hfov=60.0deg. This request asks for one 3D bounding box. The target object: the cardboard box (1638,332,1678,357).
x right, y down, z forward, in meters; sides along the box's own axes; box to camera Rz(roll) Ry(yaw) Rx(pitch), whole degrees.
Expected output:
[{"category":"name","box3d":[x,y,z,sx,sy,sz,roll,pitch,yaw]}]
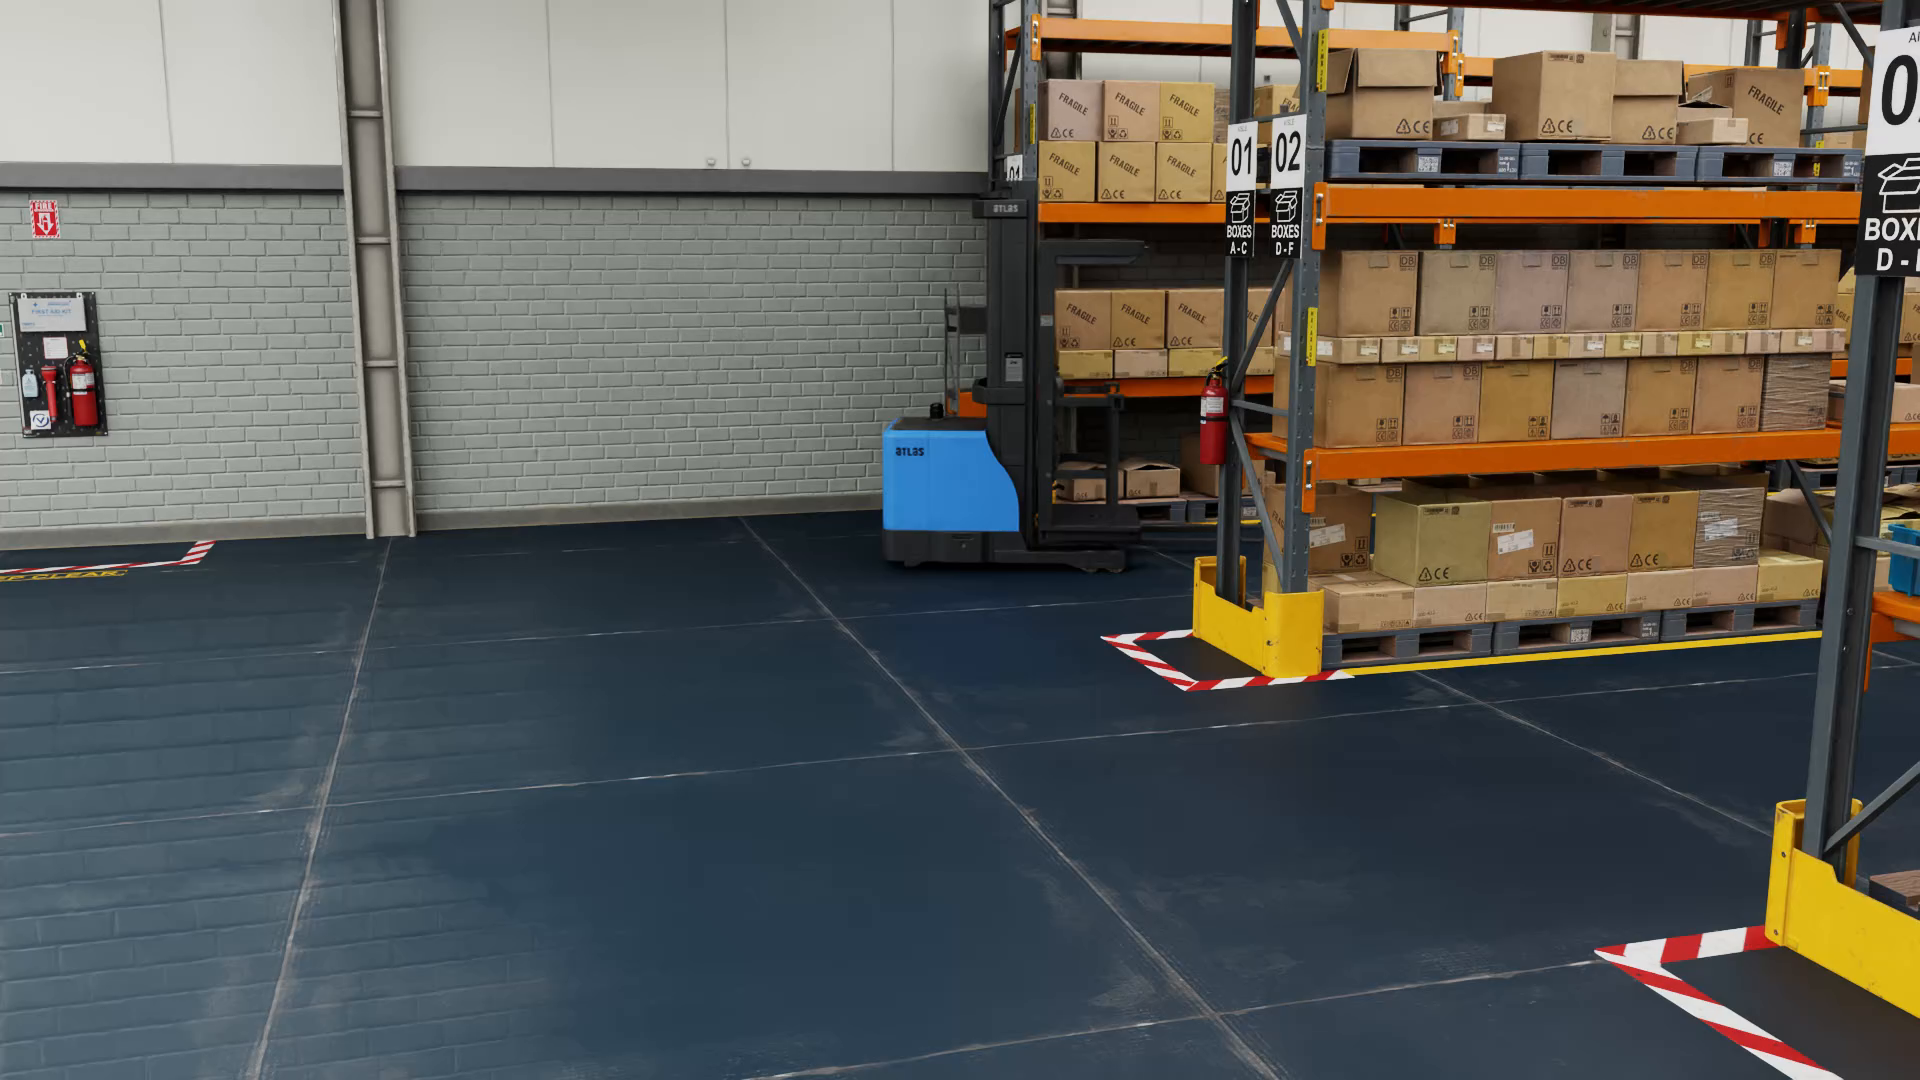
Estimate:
[{"category":"cardboard box","box3d":[4.255,-1.234,10.400,0.250,0.149,0.380,-3,11,-14]}]

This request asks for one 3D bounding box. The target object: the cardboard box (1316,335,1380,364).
[{"category":"cardboard box","box3d":[2.273,-1.129,9.829,0.250,0.149,0.380,-3,11,-16]}]

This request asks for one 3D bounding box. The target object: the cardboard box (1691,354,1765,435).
[{"category":"cardboard box","box3d":[4.747,-0.979,10.804,0.500,0.500,0.700,-3,11,-17]}]

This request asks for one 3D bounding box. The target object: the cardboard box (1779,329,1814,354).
[{"category":"cardboard box","box3d":[5.237,-1.286,10.681,0.250,0.149,0.380,-3,11,-17]}]

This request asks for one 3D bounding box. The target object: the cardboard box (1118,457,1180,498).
[{"category":"cardboard box","box3d":[1.684,-0.582,15.135,0.500,0.311,0.500,-2,11,-11]}]

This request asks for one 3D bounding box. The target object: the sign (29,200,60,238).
[{"category":"sign","box3d":[-7.302,-2.561,13.268,0.199,0.298,0.001,-3,11,-16]}]

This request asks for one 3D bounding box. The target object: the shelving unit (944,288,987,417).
[{"category":"shelving unit","box3d":[0.166,-1.047,13.934,0.503,2.100,0.431,-3,11,-16]}]

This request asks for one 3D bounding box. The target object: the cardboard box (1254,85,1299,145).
[{"category":"cardboard box","box3d":[2.861,-3.738,14.688,0.500,0.500,0.500,-3,11,-18]}]

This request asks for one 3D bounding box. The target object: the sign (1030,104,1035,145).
[{"category":"sign","box3d":[0.599,-3.451,13.806,0.005,0.325,0.100,-3,11,-16]}]

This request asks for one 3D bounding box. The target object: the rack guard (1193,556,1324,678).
[{"category":"rack guard","box3d":[1.813,0.452,10.212,0.348,0.500,1.175,-3,11,-16]}]

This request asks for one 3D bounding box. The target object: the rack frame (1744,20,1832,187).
[{"category":"rack frame","box3d":[8.129,-4.995,16.325,0.127,3.000,1.000,-3,11,-16]}]

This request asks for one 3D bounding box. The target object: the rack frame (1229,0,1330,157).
[{"category":"rack frame","box3d":[1.836,-3.729,9.449,0.127,3.000,1.000,-3,11,-16]}]

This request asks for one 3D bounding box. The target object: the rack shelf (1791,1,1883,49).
[{"category":"rack shelf","box3d":[7.596,-3.482,11.200,4.000,0.370,1.077,-3,11,-16]}]

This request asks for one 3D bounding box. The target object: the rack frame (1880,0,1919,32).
[{"category":"rack frame","box3d":[3.216,-2.868,4.771,0.127,3.000,1.000,-3,11,-16]}]

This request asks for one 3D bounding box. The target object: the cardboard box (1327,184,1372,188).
[{"category":"cardboard box","box3d":[3.383,-3.285,14.987,0.500,0.500,0.500,-4,11,-21]}]

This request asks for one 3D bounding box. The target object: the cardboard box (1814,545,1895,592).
[{"category":"cardboard box","box3d":[6.133,0.187,11.180,0.500,0.250,0.500,-3,11,-17]}]

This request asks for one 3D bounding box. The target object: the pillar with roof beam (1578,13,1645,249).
[{"category":"pillar with roof beam","box3d":[7.842,-4.331,12.719,0.400,9.000,9.100,-3,11,-16]}]

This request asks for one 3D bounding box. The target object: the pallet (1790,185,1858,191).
[{"category":"pallet","box3d":[8.732,-3.469,16.841,1.003,0.211,1.213,-2,11,-13]}]

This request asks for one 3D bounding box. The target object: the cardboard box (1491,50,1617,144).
[{"category":"cardboard box","box3d":[3.507,-2.615,9.859,0.500,0.500,0.500,-3,11,-16]}]

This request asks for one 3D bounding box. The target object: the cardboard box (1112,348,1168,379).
[{"category":"cardboard box","box3d":[1.499,-1.574,14.671,0.500,0.250,0.500,-3,11,-18]}]

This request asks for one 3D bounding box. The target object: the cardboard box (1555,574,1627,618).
[{"category":"cardboard box","box3d":[3.853,0.303,10.551,0.500,0.250,0.500,-3,11,-16]}]

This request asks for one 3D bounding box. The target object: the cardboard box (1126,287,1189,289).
[{"category":"cardboard box","box3d":[1.822,-2.056,15.218,0.500,0.500,0.500,-3,11,-18]}]

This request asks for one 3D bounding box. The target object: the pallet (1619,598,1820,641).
[{"category":"pallet","box3d":[4.901,0.423,11.165,1.213,0.211,1.003,-3,11,-16]}]

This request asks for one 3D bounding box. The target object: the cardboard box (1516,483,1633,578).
[{"category":"cardboard box","box3d":[3.854,-0.066,10.483,0.500,0.500,0.500,-3,11,-16]}]

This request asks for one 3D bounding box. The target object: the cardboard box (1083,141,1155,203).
[{"category":"cardboard box","box3d":[1.364,-3.168,14.356,0.500,0.500,0.500,-2,11,-12]}]

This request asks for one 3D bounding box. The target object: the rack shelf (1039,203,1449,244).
[{"category":"rack shelf","box3d":[2.368,-2.862,15.012,4.000,0.370,1.077,-3,11,-16]}]

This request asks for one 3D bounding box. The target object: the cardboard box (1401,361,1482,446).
[{"category":"cardboard box","box3d":[2.790,-0.877,10.249,0.500,0.500,0.700,-3,11,-14]}]

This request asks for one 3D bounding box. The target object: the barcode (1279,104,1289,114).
[{"category":"barcode","box3d":[1.991,-2.639,10.207,0.075,0.075,0.001,-3,11,-16]}]

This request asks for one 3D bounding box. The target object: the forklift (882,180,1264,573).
[{"category":"forklift","box3d":[0.932,-1.289,12.950,3.031,2.935,1.130,1,10,3]}]

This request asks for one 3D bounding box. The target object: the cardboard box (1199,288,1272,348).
[{"category":"cardboard box","box3d":[2.457,-1.993,14.876,0.500,0.500,0.500,-3,11,-14]}]

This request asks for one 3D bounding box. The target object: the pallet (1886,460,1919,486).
[{"category":"pallet","box3d":[10.076,-0.761,17.598,1.213,0.211,1.003,-3,11,-16]}]

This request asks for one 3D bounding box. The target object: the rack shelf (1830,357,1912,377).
[{"category":"rack shelf","box3d":[10.049,-1.792,17.483,4.000,0.370,1.077,-3,11,-16]}]

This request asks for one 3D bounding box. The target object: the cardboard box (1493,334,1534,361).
[{"category":"cardboard box","box3d":[3.263,-1.182,10.114,0.250,0.149,0.380,-3,11,-18]}]

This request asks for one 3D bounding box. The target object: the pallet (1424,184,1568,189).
[{"category":"pallet","box3d":[4.911,-3.238,15.583,1.003,0.211,1.213,-3,11,-16]}]

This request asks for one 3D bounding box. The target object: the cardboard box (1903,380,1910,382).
[{"category":"cardboard box","box3d":[10.529,-1.295,17.576,0.750,0.750,0.750,-3,11,-14]}]

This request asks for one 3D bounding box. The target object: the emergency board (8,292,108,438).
[{"category":"emergency board","box3d":[-7.266,-1.404,13.386,0.643,1.169,0.194,-3,11,-16]}]

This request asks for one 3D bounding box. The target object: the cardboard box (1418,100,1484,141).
[{"category":"cardboard box","box3d":[2.868,-2.560,10.249,0.500,0.250,0.500,-3,11,-16]}]

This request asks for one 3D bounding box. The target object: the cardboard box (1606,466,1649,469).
[{"category":"cardboard box","box3d":[6.456,-0.950,16.612,0.500,0.500,0.700,-3,11,-16]}]

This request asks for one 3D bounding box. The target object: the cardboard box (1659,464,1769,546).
[{"category":"cardboard box","box3d":[5.143,-0.235,11.403,0.500,0.500,0.500,-3,11,-16]}]

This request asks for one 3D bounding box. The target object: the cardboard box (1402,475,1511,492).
[{"category":"cardboard box","box3d":[3.223,-0.134,10.853,0.500,0.500,0.500,-3,11,-16]}]

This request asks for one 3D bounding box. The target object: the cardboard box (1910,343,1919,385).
[{"category":"cardboard box","box3d":[6.924,-1.093,11.423,0.500,0.500,0.500,-2,11,-12]}]

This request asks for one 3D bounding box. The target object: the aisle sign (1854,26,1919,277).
[{"category":"aisle sign","box3d":[3.064,-1.244,5.339,0.004,0.787,0.394,-3,11,-16]}]

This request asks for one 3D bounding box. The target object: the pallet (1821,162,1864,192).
[{"category":"pallet","box3d":[6.519,-2.409,11.092,1.217,0.209,0.805,-3,11,-18]}]

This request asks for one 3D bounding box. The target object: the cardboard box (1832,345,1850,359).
[{"category":"cardboard box","box3d":[8.754,-1.919,16.822,0.250,0.149,0.380,-3,11,-15]}]

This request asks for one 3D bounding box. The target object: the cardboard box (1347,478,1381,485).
[{"category":"cardboard box","box3d":[3.783,-0.633,15.810,0.250,0.166,0.380,-5,11,-23]}]

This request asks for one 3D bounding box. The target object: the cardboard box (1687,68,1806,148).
[{"category":"cardboard box","box3d":[5.119,-2.801,10.871,0.500,0.500,0.500,-2,11,-11]}]

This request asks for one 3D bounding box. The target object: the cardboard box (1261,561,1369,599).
[{"category":"cardboard box","box3d":[2.268,0.288,10.630,0.500,0.250,0.500,-3,11,-16]}]

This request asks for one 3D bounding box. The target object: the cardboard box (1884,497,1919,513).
[{"category":"cardboard box","box3d":[6.625,-0.113,11.263,0.500,0.311,0.500,-3,11,-17]}]

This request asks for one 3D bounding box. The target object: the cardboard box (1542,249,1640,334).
[{"category":"cardboard box","box3d":[3.806,-1.569,10.424,0.500,0.500,0.700,-3,11,-16]}]
